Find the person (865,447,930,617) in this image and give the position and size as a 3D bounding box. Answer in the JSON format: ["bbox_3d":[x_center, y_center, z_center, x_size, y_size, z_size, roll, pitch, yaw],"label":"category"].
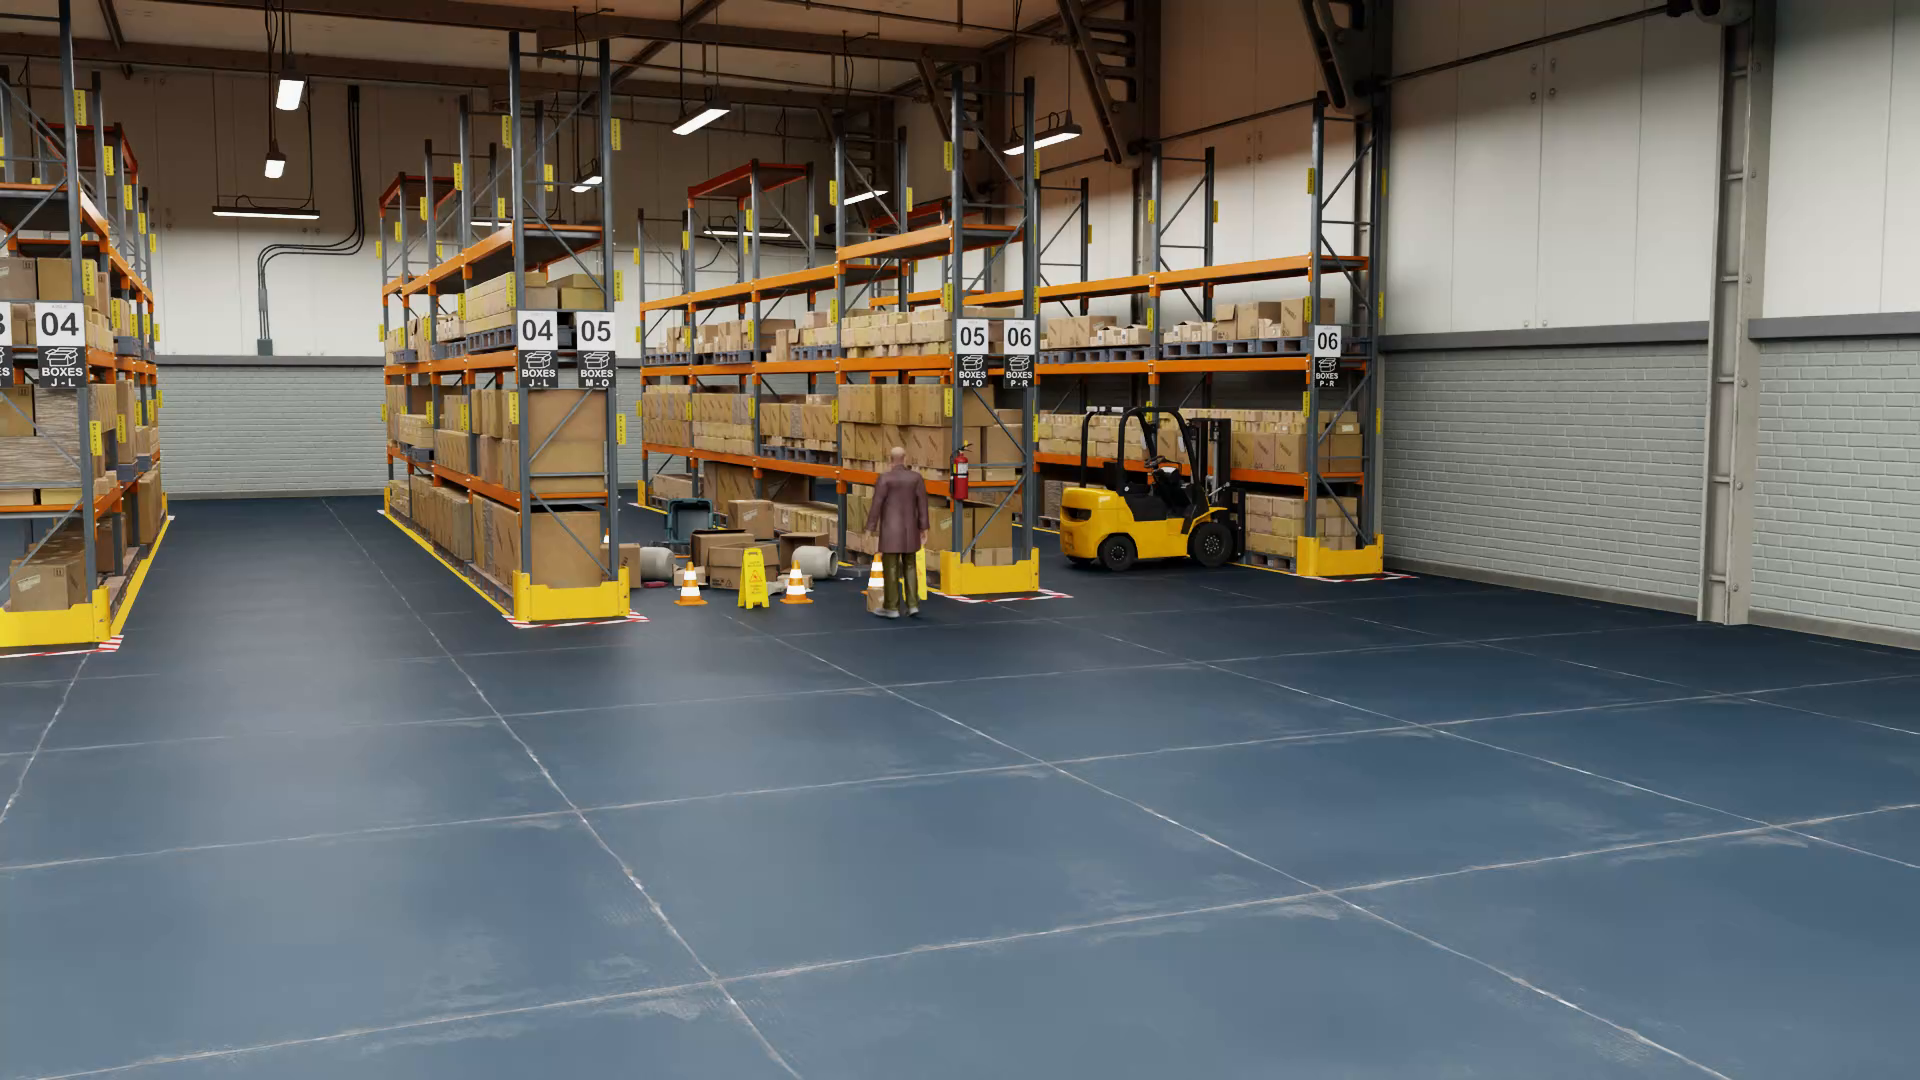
[{"bbox_3d":[-0.678,-0.064,17.436,0.672,1.816,0.404,-3,6,-31],"label":"person"}]
